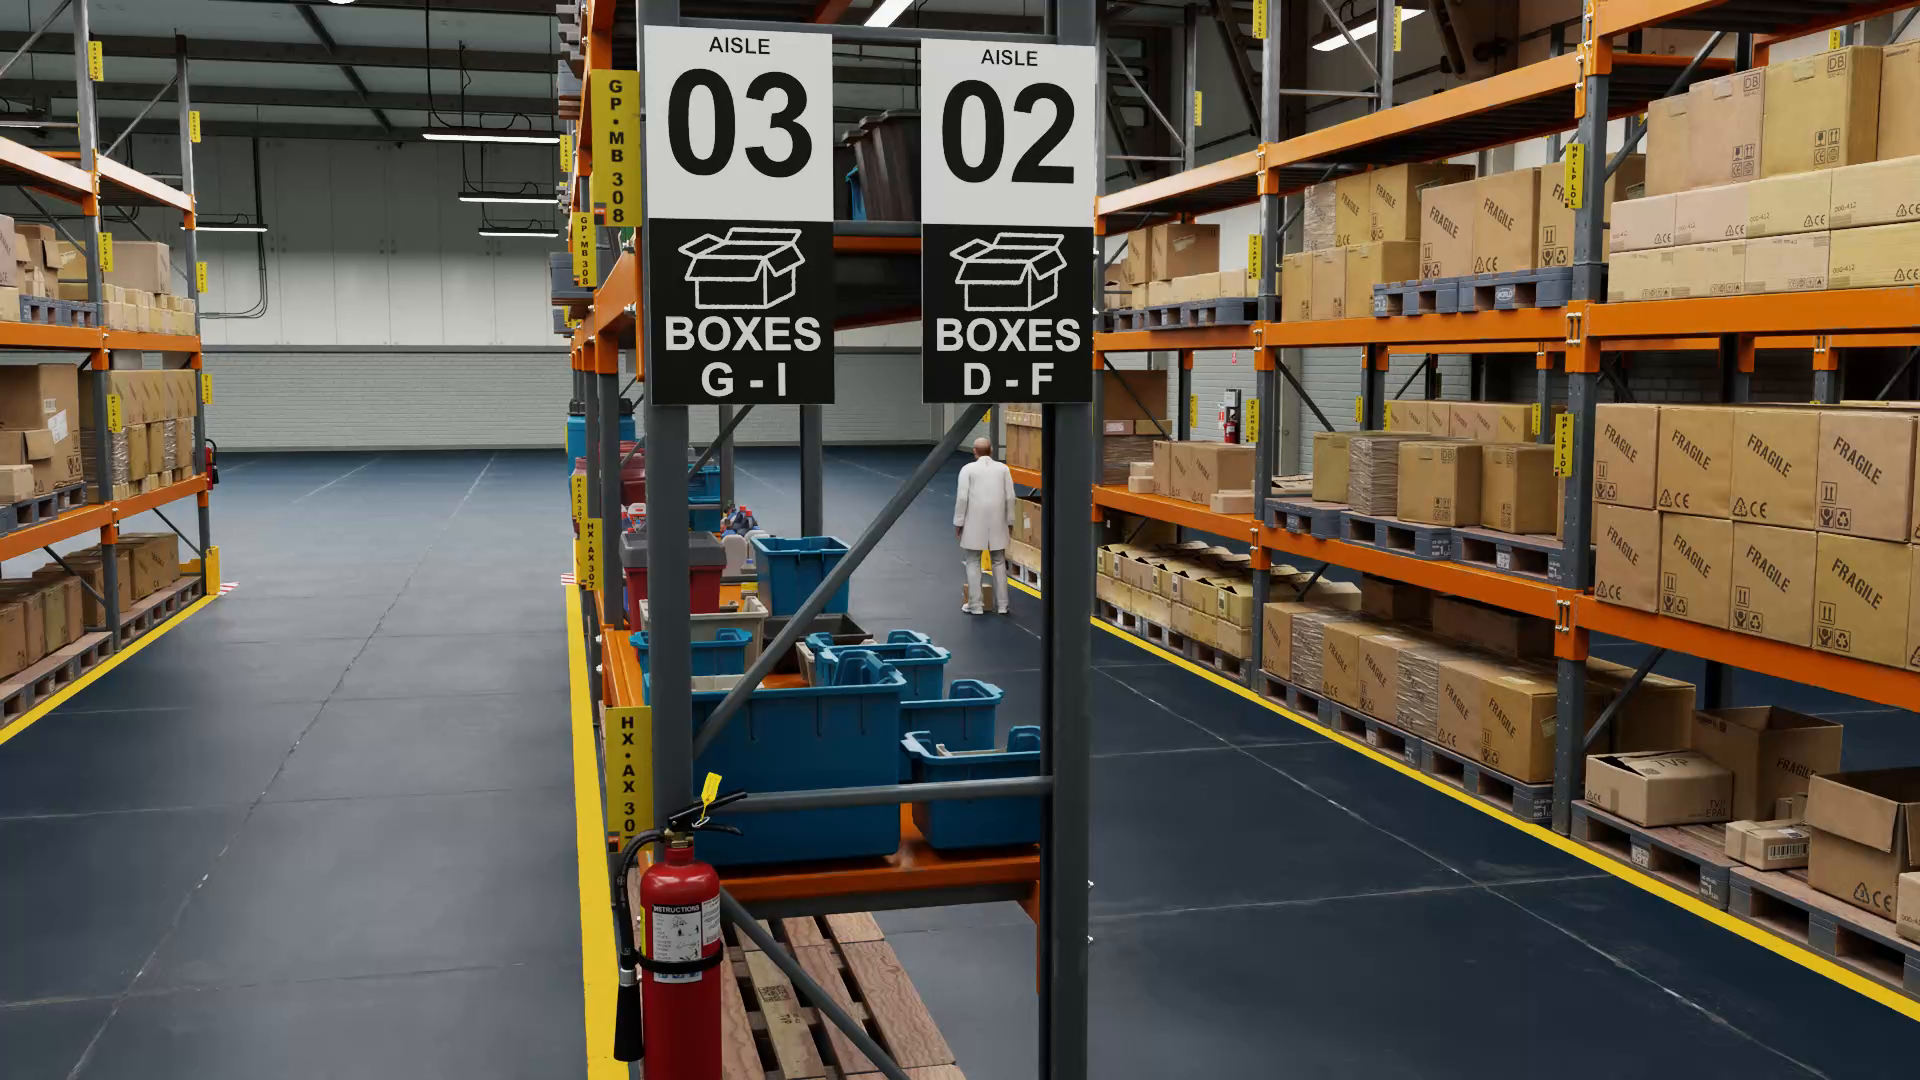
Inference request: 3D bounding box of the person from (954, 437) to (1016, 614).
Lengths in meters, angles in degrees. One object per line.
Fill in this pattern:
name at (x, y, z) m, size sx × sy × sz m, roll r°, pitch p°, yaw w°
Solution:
person at (0.254, -0.146, 16.776) m, size 0.644 × 1.774 × 0.424 m, roll -1°, pitch 6°, yaw -13°
